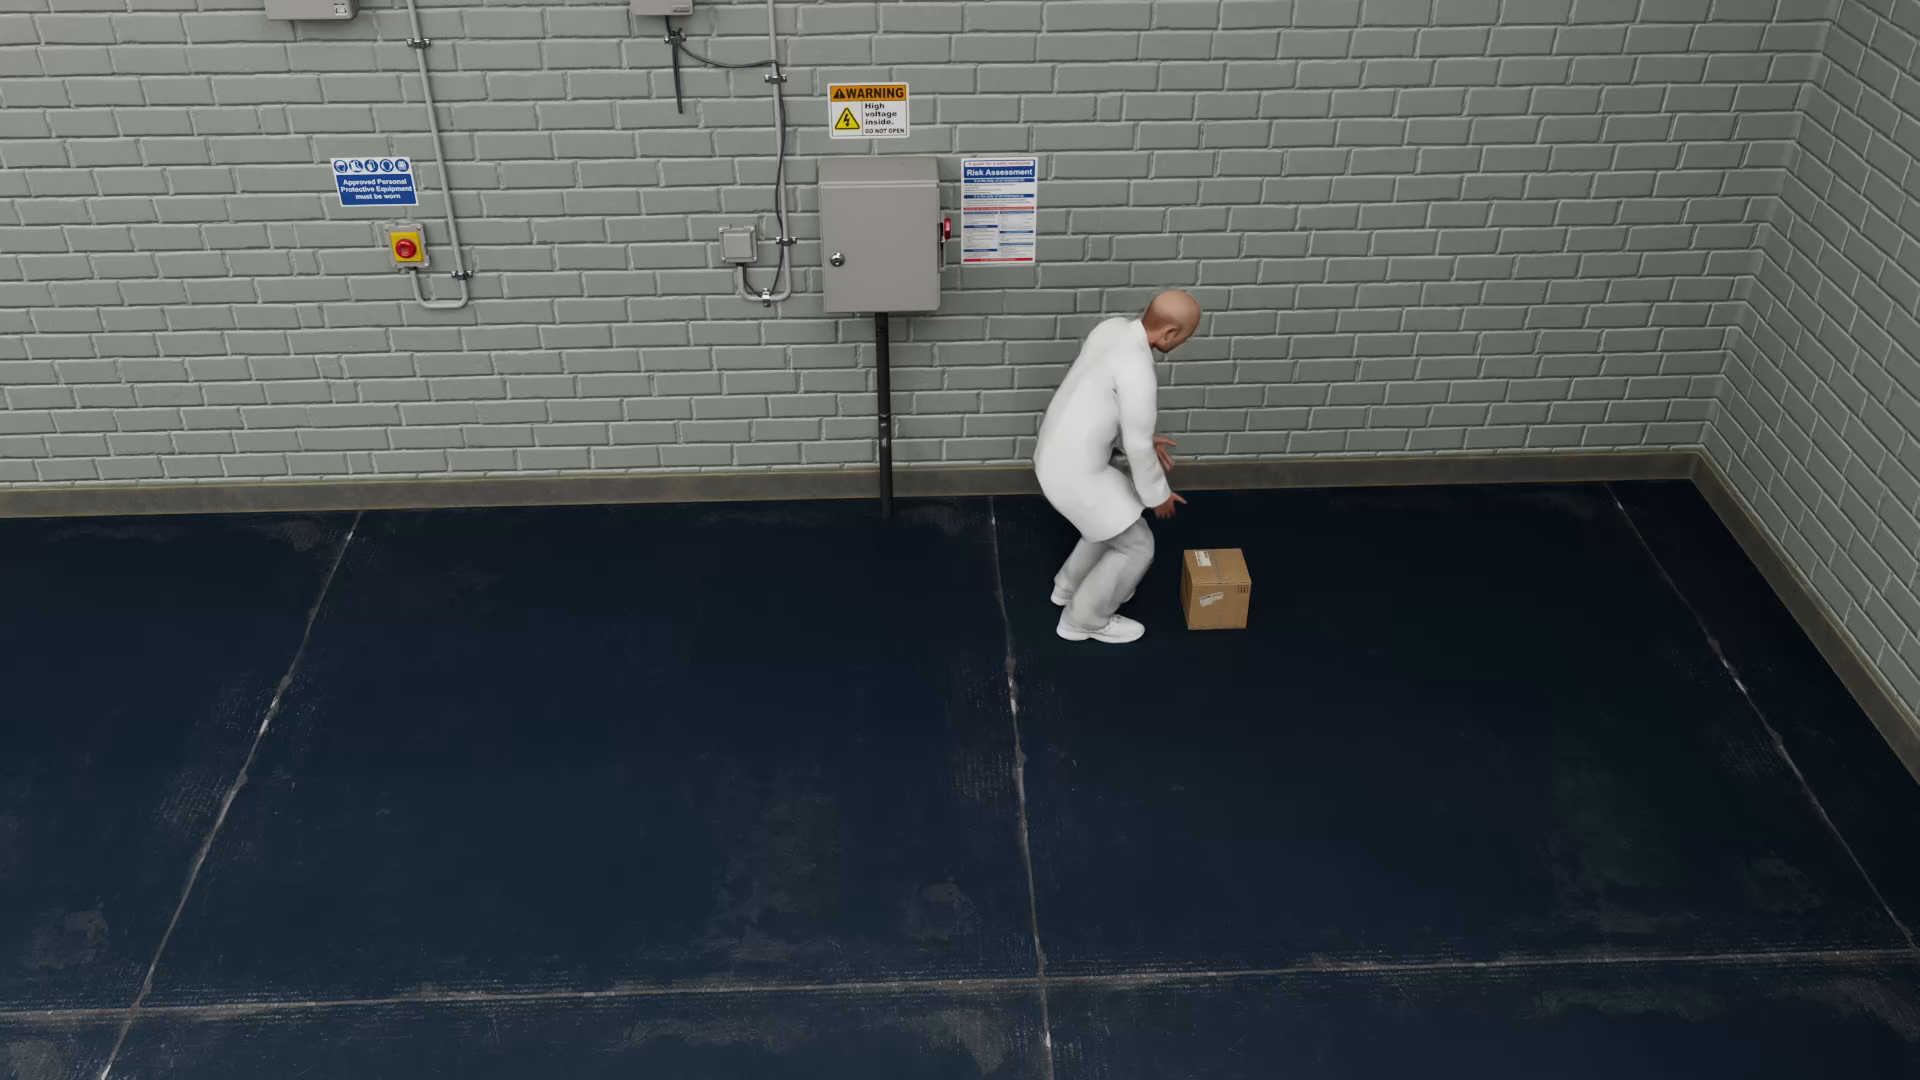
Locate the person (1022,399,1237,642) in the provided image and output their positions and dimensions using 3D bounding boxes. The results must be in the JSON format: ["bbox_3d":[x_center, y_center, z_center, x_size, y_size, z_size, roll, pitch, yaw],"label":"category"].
[{"bbox_3d":[0.708,-0.104,6.970,0.893,1.024,0.611,-2,35,-2],"label":"person"}]
